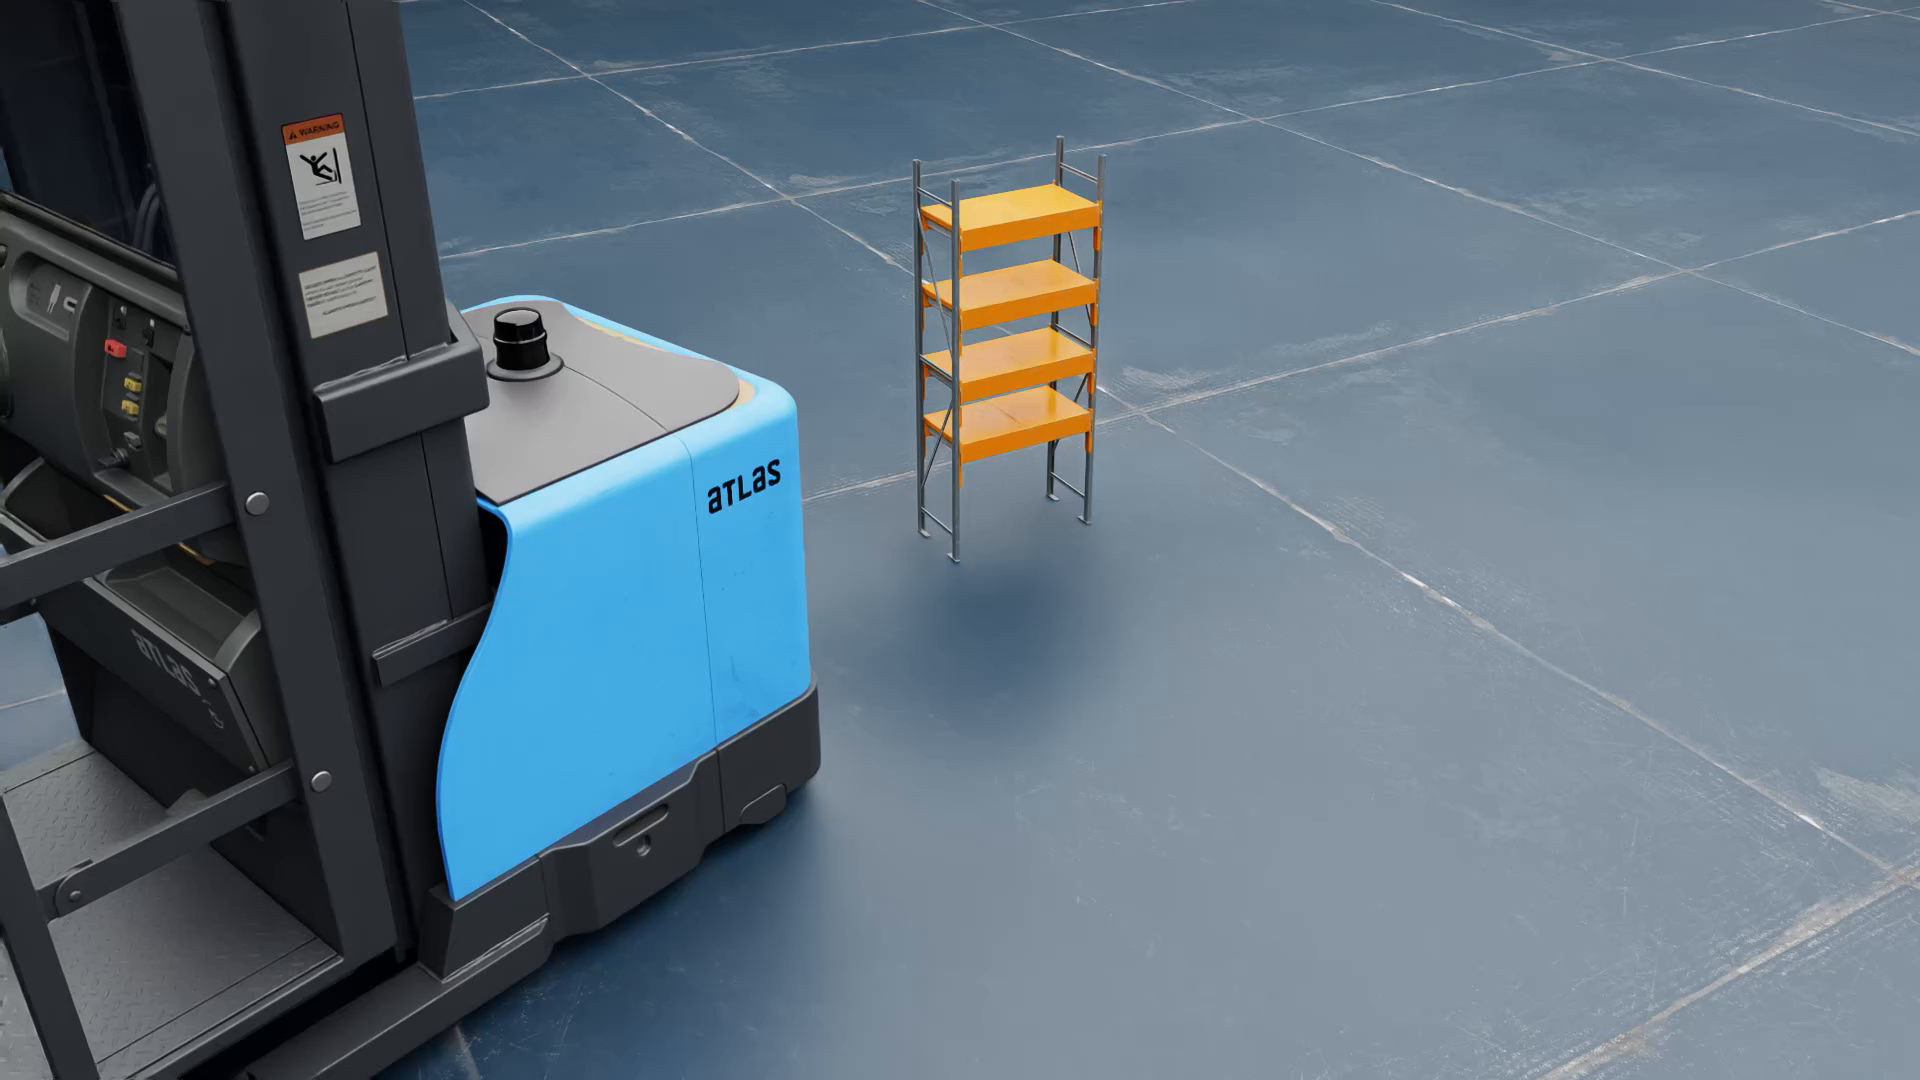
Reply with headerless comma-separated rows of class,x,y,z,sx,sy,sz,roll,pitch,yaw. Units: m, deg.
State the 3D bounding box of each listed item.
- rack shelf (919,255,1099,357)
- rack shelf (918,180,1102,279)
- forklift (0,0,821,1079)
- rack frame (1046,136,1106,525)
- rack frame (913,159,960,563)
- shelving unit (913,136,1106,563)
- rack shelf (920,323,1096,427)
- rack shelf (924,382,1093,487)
rack shelf,0.143,-0.703,4.958,0.480,0.148,0.258,-16,33,-26
rack shelf,0.143,-0.910,4.844,0.480,0.148,0.258,-16,33,-26
forklift,-1.686,-0.287,2.736,1.130,2.935,3.031,23,36,35
rack frame,0.353,-0.626,5.142,0.015,1.200,0.240,-16,33,-26
rack frame,-0.068,-0.506,4.925,0.015,1.200,0.240,-16,33,-26
shelving unit,0.143,-0.566,5.034,0.503,1.200,0.258,-16,33,-26
rack shelf,0.143,-0.507,5.066,0.480,0.148,0.258,-16,33,-26
rack shelf,0.143,-0.333,5.162,0.480,0.148,0.258,-16,33,-26
